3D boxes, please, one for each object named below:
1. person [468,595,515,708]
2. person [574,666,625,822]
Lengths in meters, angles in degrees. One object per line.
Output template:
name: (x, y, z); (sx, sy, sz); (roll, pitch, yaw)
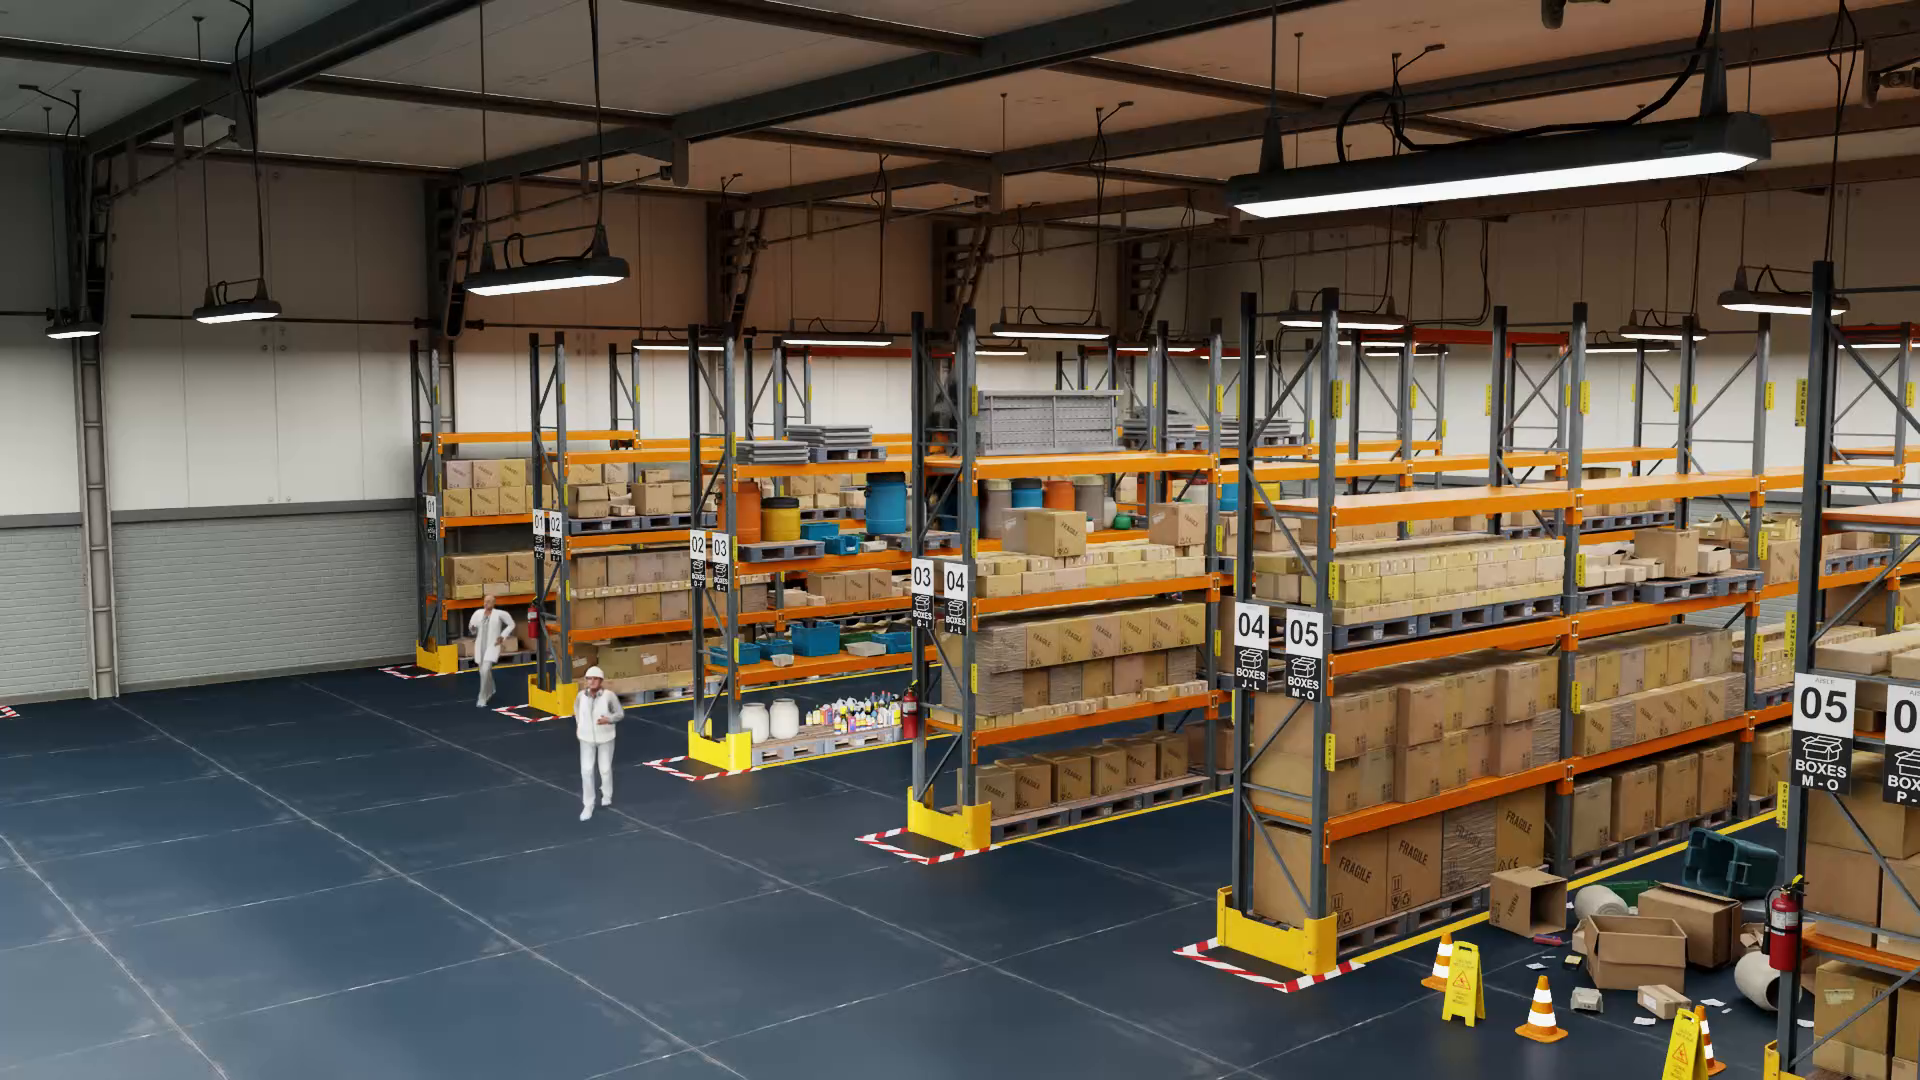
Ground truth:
person: (-7.627, 1.802, 26.982); (0.705, 1.847, 0.823); (1, 5, 14)
person: (-4.357, 2.419, 20.069); (0.641, 1.817, 0.795); (0, 5, -4)
